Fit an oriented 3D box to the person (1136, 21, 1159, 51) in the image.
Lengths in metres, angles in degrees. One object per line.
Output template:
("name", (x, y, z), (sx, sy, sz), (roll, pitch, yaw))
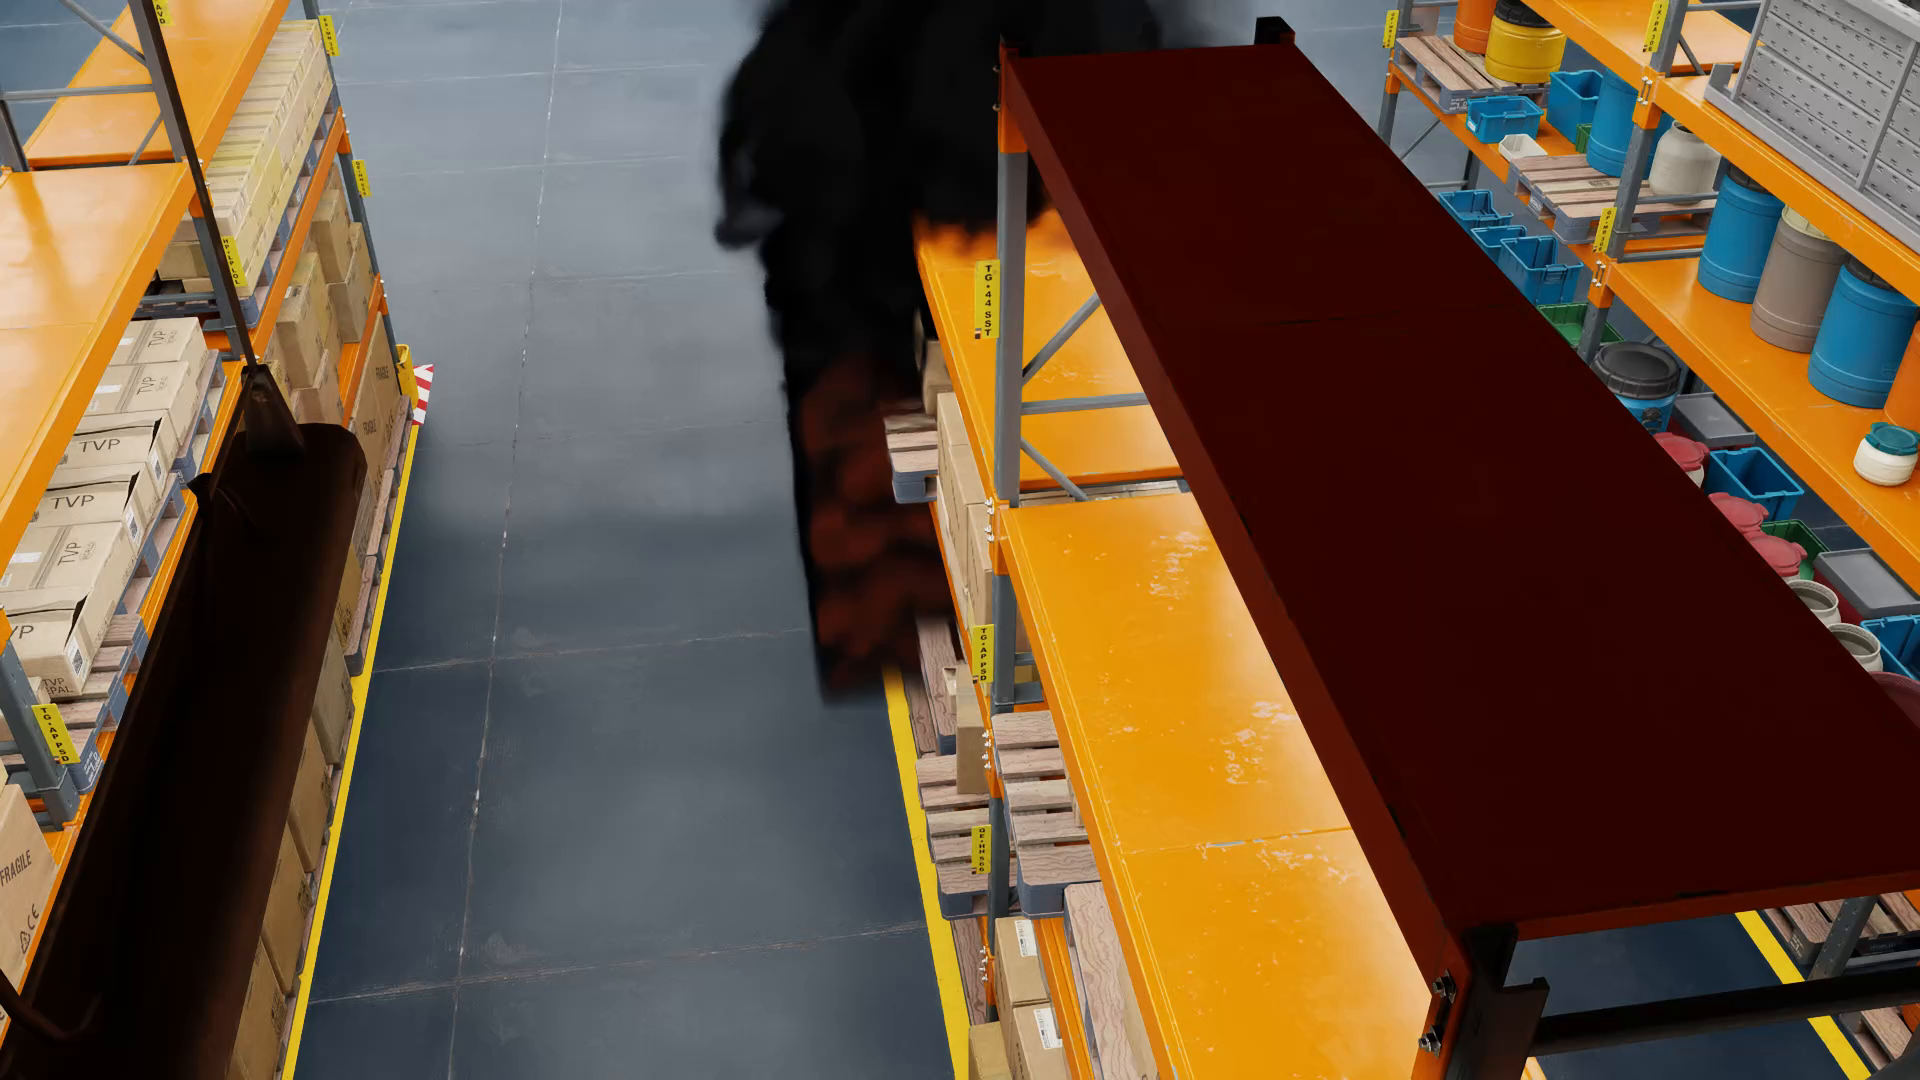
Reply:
("person", (2.096, -5.140, 19.067), (0.802, 1.635, 0.575), (9, 37, 12))
